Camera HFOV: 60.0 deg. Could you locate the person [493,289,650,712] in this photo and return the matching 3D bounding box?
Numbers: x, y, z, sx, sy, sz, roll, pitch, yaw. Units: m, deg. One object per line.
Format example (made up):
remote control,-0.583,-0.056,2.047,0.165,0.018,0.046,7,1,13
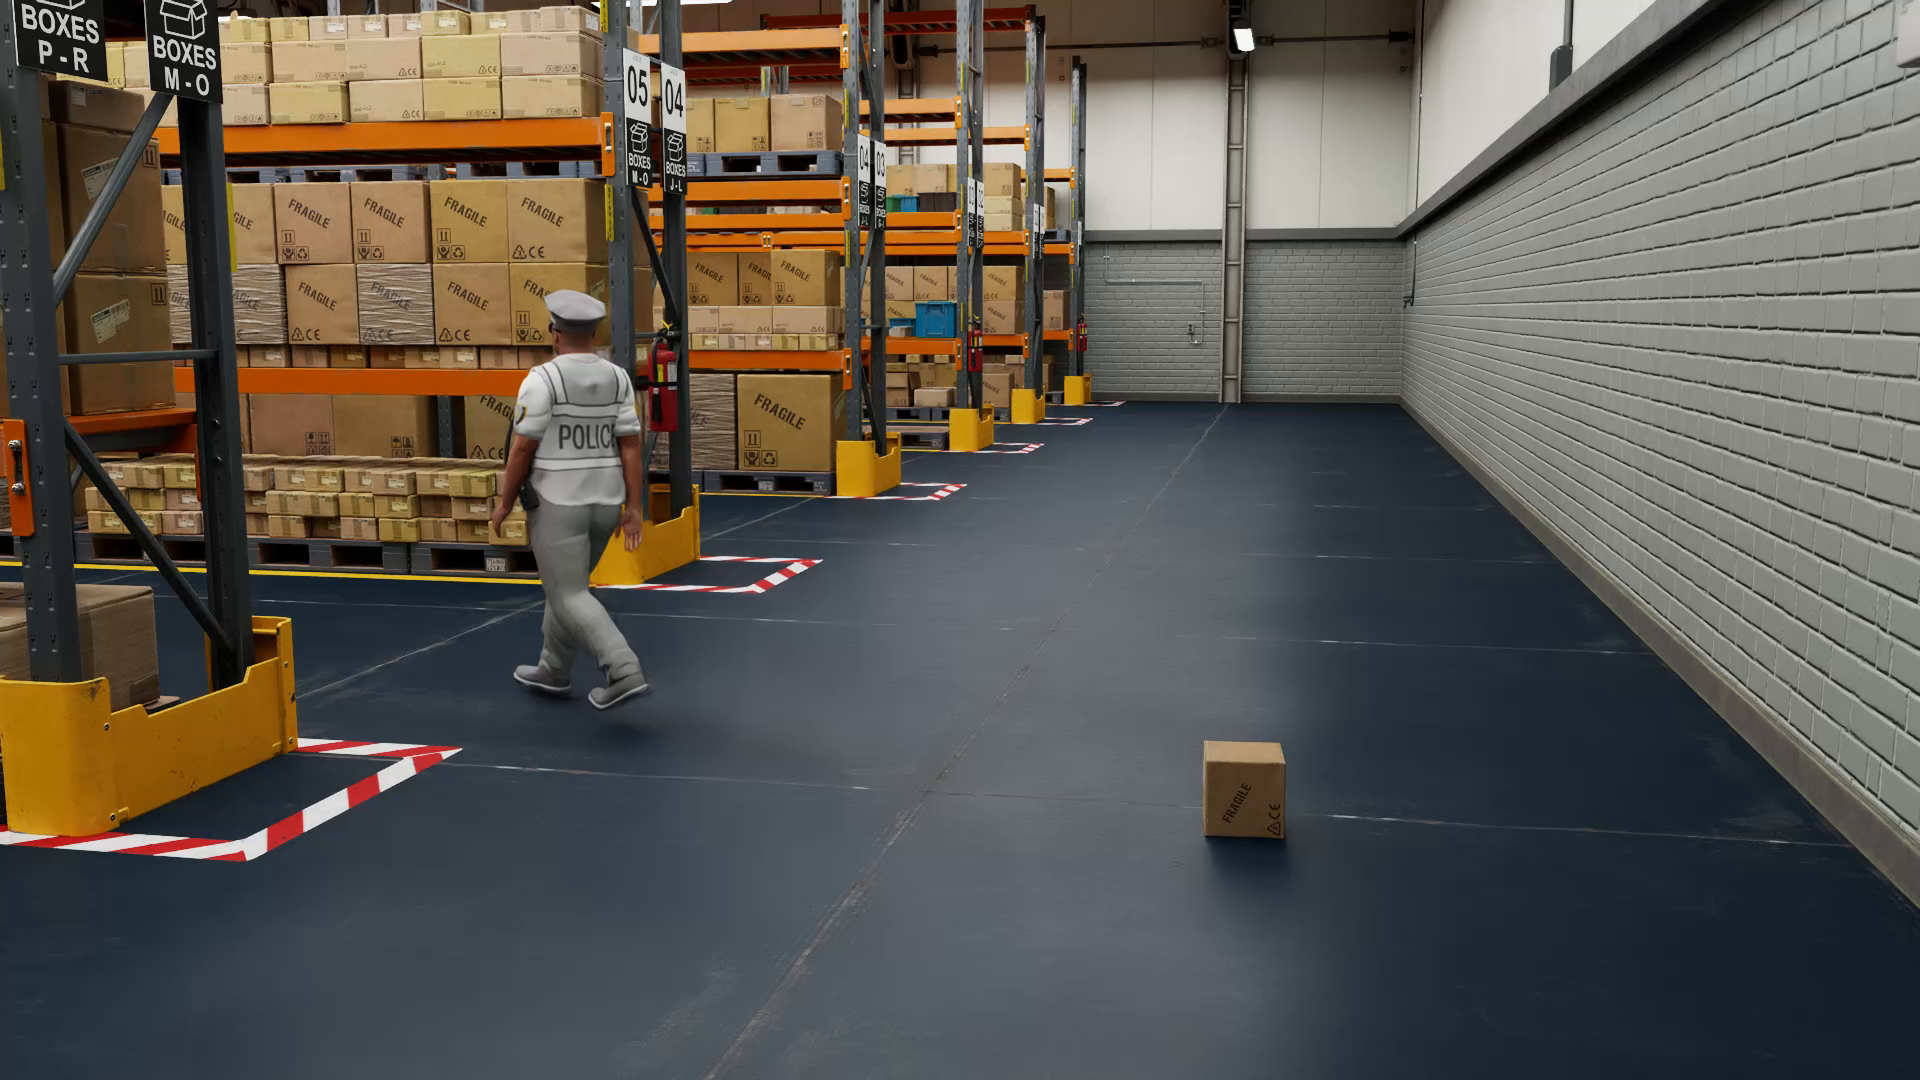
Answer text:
person,-1.625,-0.165,6.892,1.016,1.723,0.529,6,10,37
